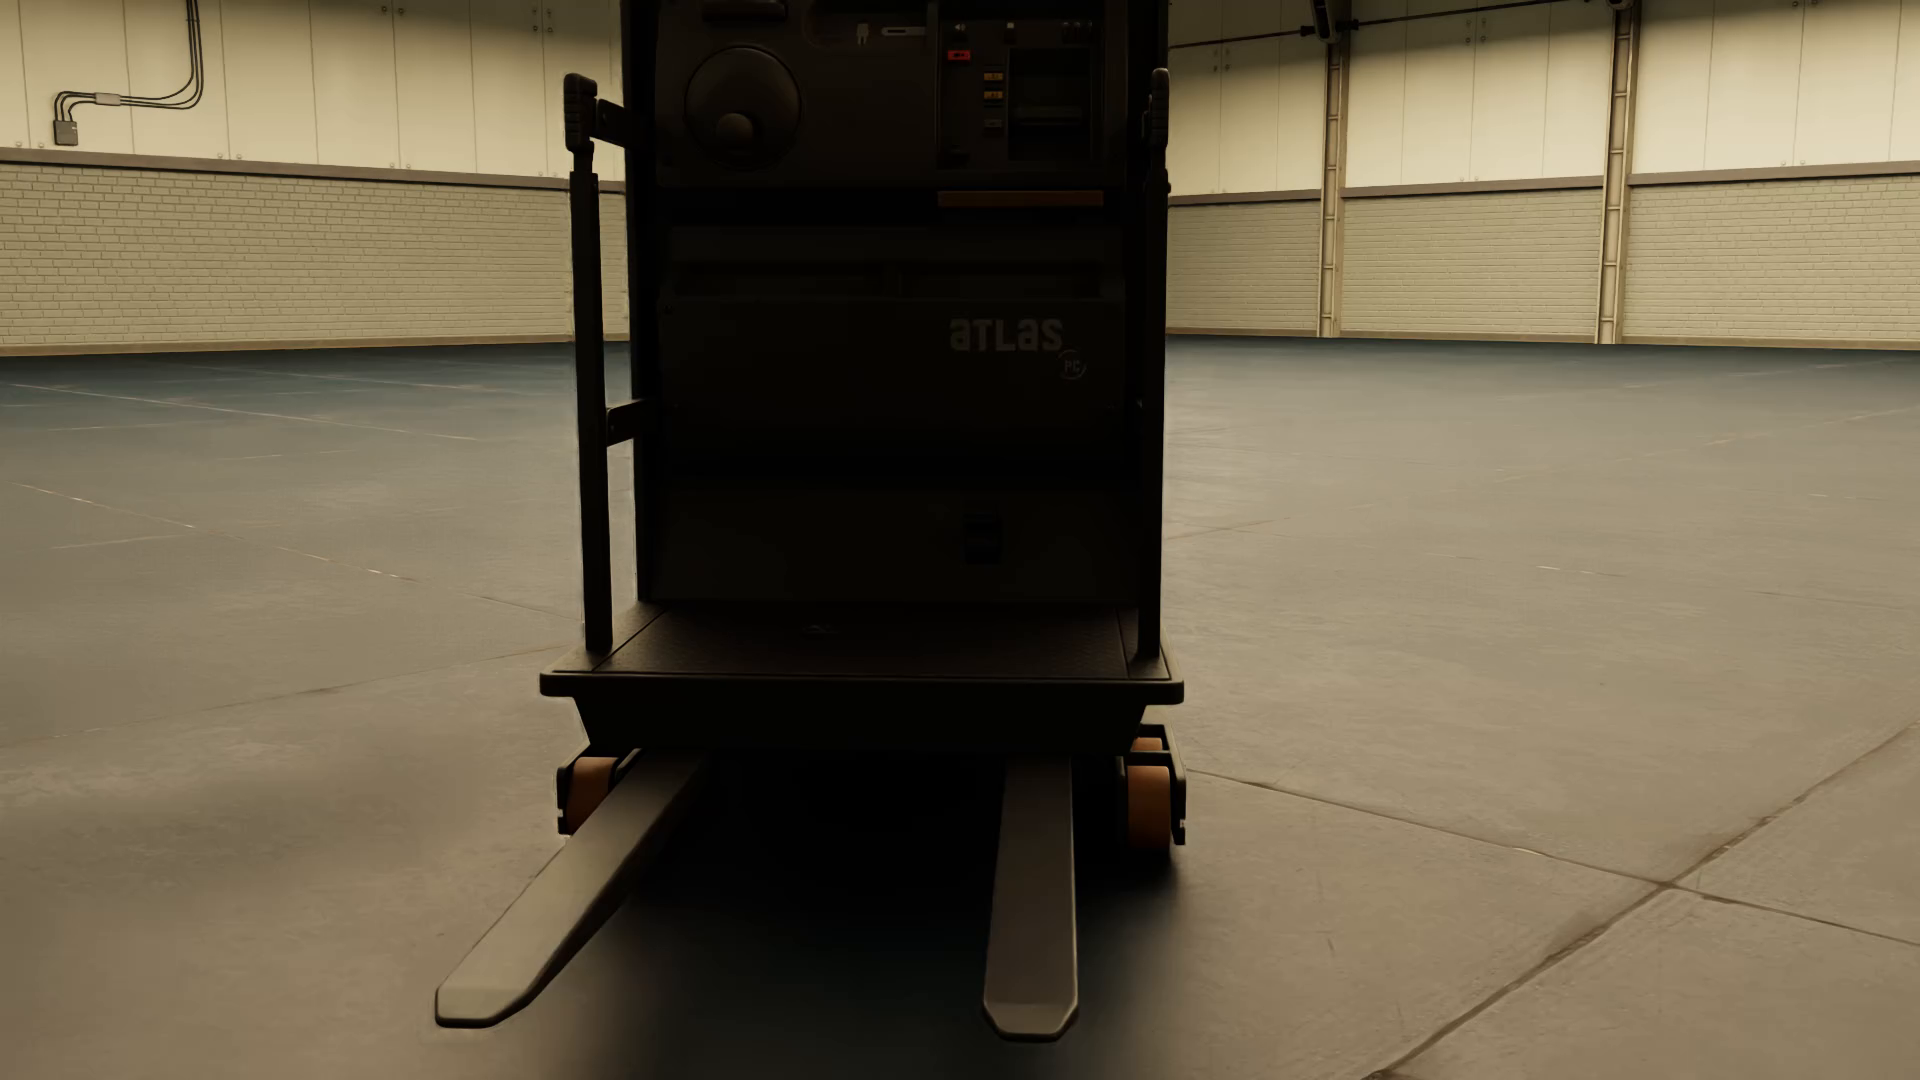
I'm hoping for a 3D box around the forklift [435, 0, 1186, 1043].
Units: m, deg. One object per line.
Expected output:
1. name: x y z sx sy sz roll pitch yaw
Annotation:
1. forklift: -0.145 -0.934 3.076 1.130 2.935 3.031 0 9 3
